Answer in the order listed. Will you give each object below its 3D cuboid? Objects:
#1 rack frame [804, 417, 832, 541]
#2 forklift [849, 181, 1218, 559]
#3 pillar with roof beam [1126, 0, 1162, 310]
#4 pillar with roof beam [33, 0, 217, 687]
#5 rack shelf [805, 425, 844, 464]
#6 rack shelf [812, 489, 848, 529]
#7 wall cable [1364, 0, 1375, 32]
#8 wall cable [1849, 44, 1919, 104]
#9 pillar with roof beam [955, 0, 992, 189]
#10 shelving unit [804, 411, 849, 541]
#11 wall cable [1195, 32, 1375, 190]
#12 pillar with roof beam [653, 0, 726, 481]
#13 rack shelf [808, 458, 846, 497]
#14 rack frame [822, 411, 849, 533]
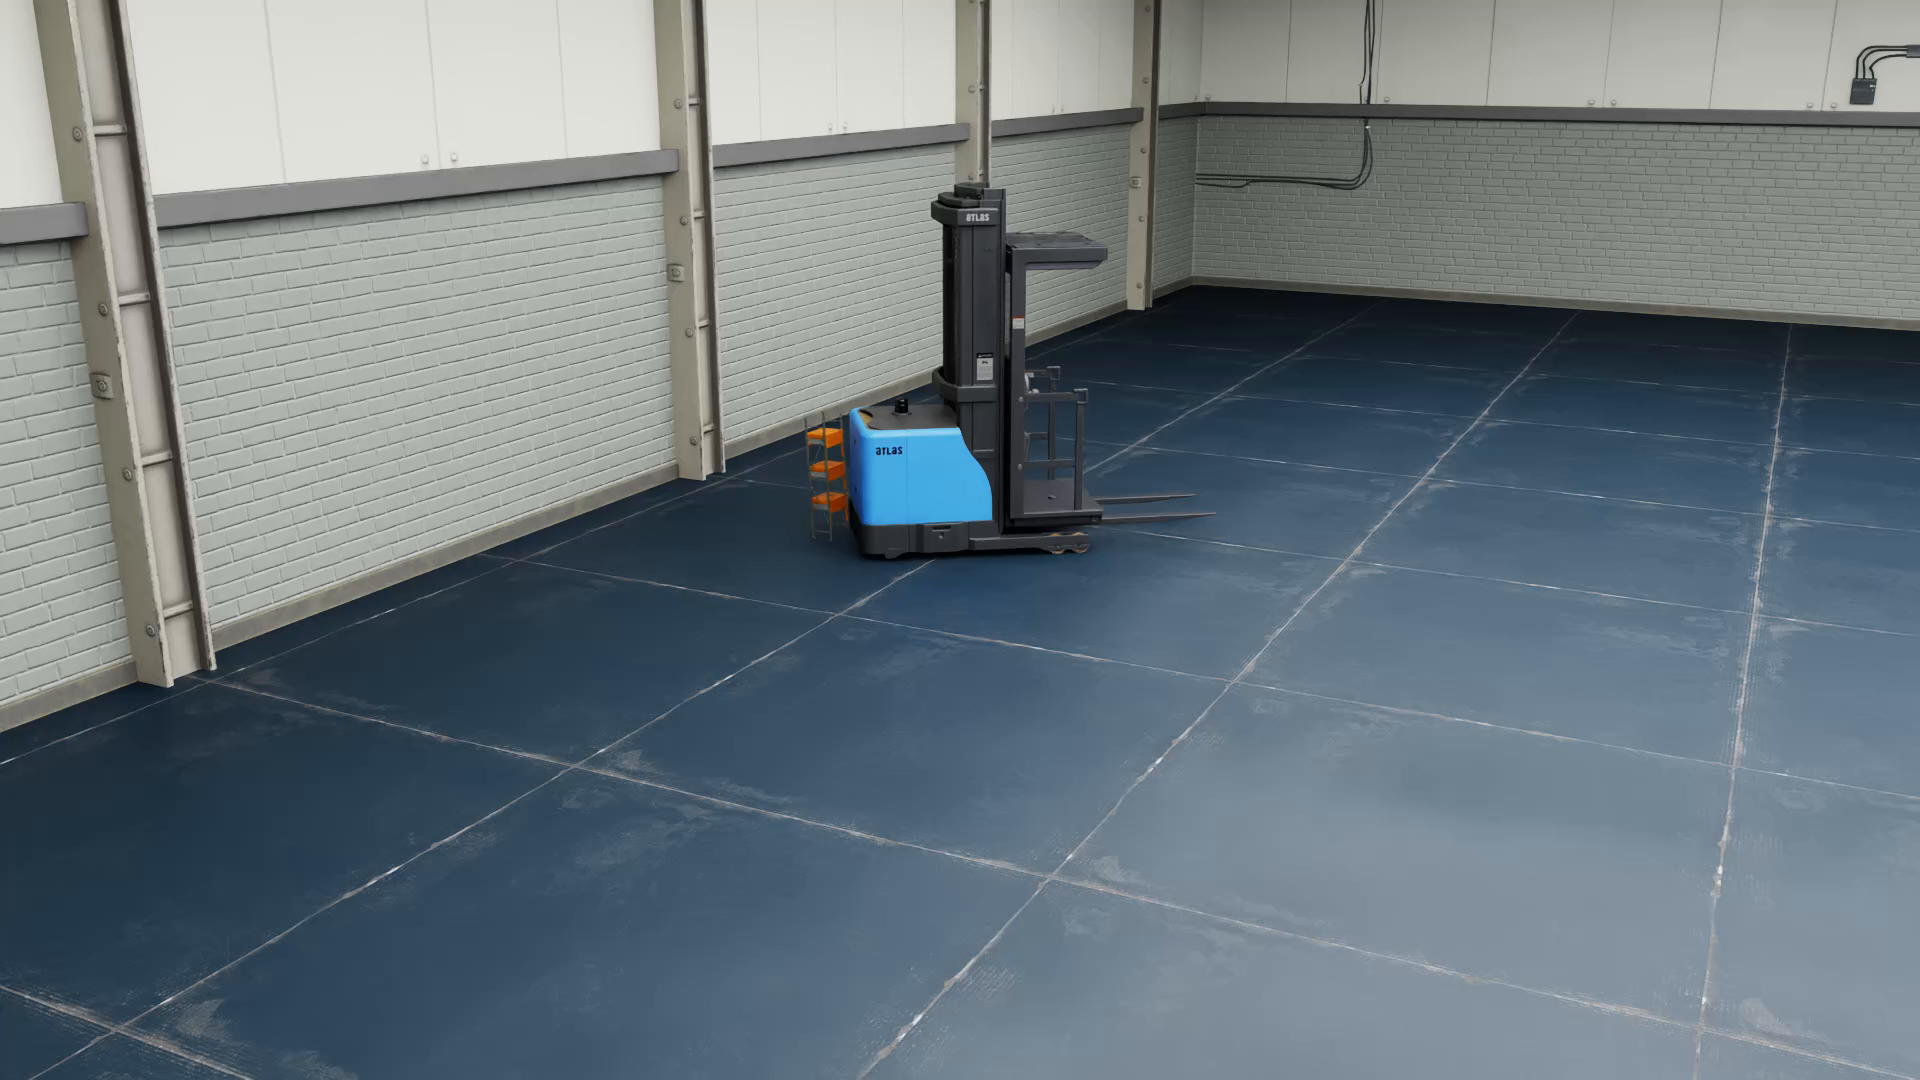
[{"bbox_3d":[-1.181,-0.504,13.868,0.200,1.050,0.008,8,20,31],"label":"rack frame"},{"bbox_3d":[0.620,-1.435,13.708,3.031,2.935,1.130,-3,17,-9],"label":"forklift"},{"bbox_3d":[6.696,-7.462,23.343,9.100,9.000,0.400,8,18,25],"label":"pillar with roof beam"},{"bbox_3d":[-1.347,-2.877,7.907,9.100,9.000,0.400,8,18,25],"label":"pillar with roof beam"},{"bbox_3d":[-1.128,-0.798,13.886,0.215,0.259,0.240,8,20,31],"label":"rack shelf"},{"bbox_3d":[-1.106,-0.262,14.051,0.215,0.259,0.240,8,20,31],"label":"rack shelf"},{"bbox_3d":[7.765,-9.180,25.712,3.097,2.526,0.112,8,18,25],"label":"wall cable"},{"bbox_3d":[13.830,-9.010,22.583,2.305,6.003,0.169,8,18,25],"label":"wall cable"},{"bbox_3d":[4.015,-5.934,18.198,9.100,9.000,0.400,8,18,25],"label":"pillar with roof beam"},{"bbox_3d":[-1.117,-0.538,13.966,0.215,1.050,0.252,8,20,31],"label":"shelving unit"},{"bbox_3d":[5.344,-7.104,27.590,3.097,2.526,0.112,8,18,25],"label":"wall cable"},{"bbox_3d":[1.334,-4.406,13.052,9.100,9.000,0.400,8,18,25],"label":"pillar with roof beam"},{"bbox_3d":[-1.117,-0.527,13.969,0.215,0.259,0.240,8,20,31],"label":"rack shelf"},{"bbox_3d":[-1.053,-0.571,14.065,0.200,1.050,0.008,8,20,31],"label":"rack frame"}]
